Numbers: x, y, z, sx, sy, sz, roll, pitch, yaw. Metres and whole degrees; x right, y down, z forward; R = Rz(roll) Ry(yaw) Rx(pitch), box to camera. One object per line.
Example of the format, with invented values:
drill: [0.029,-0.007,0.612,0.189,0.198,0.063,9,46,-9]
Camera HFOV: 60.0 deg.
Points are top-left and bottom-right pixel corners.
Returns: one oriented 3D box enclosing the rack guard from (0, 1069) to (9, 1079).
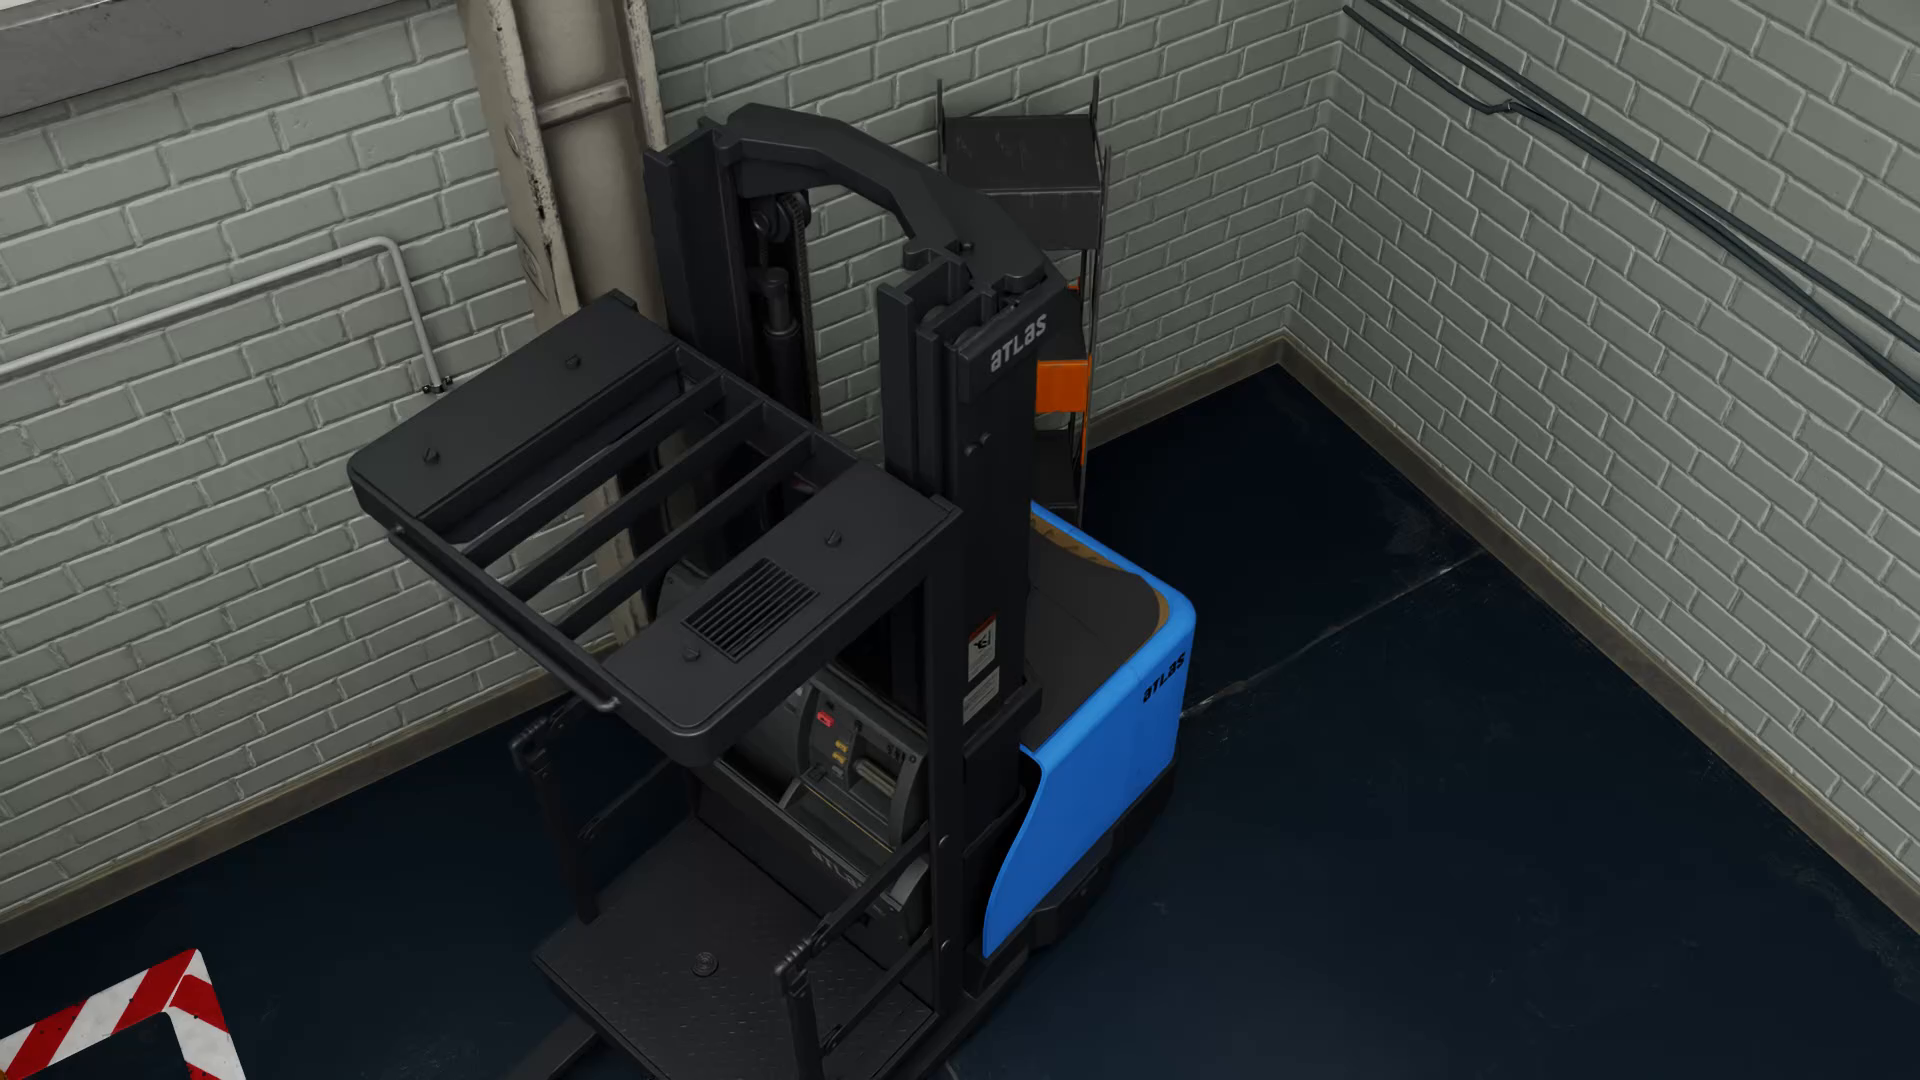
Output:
rack guard: [-2.838,1.916,4.654,0.348,0.500,1.175,-25,53,-21]

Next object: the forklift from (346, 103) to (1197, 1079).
forklift: [-0.602,0.530,4.261,1.130,2.935,3.031,33,56,26]

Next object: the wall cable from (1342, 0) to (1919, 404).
wall cable: [2.116,-1.896,4.437,0.112,2.526,3.097,-25,53,-21]

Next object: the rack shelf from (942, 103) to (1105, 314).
rack shelf: [0.188,-1.047,5.302,0.480,0.518,0.431,-2,48,-2]

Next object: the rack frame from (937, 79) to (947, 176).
rack frame: [-0.056,-0.583,5.808,0.015,2.100,0.400,-2,48,-2]

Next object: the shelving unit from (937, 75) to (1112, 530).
shelving unit: [0.188,-0.590,5.815,0.503,2.100,0.431,-2,48,-2]

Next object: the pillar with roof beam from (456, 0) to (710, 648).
pillar with roof beam: [1.260,0.196,0.495,0.400,9.000,9.100,-25,53,-21]

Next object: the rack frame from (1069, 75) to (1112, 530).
rack frame: [0.432,-0.598,5.822,0.015,2.100,0.400,-2,48,-2]

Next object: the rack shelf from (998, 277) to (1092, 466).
rack shelf: [0.188,-0.581,5.825,0.480,0.518,0.431,-2,48,-2]

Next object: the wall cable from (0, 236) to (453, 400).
wall cable: [-2.280,-0.351,4.319,1.851,1.984,0.084,-25,53,-21]

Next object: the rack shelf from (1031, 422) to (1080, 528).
rack shelf: [0.188,-0.116,6.348,0.480,0.518,0.431,-2,48,-2]
